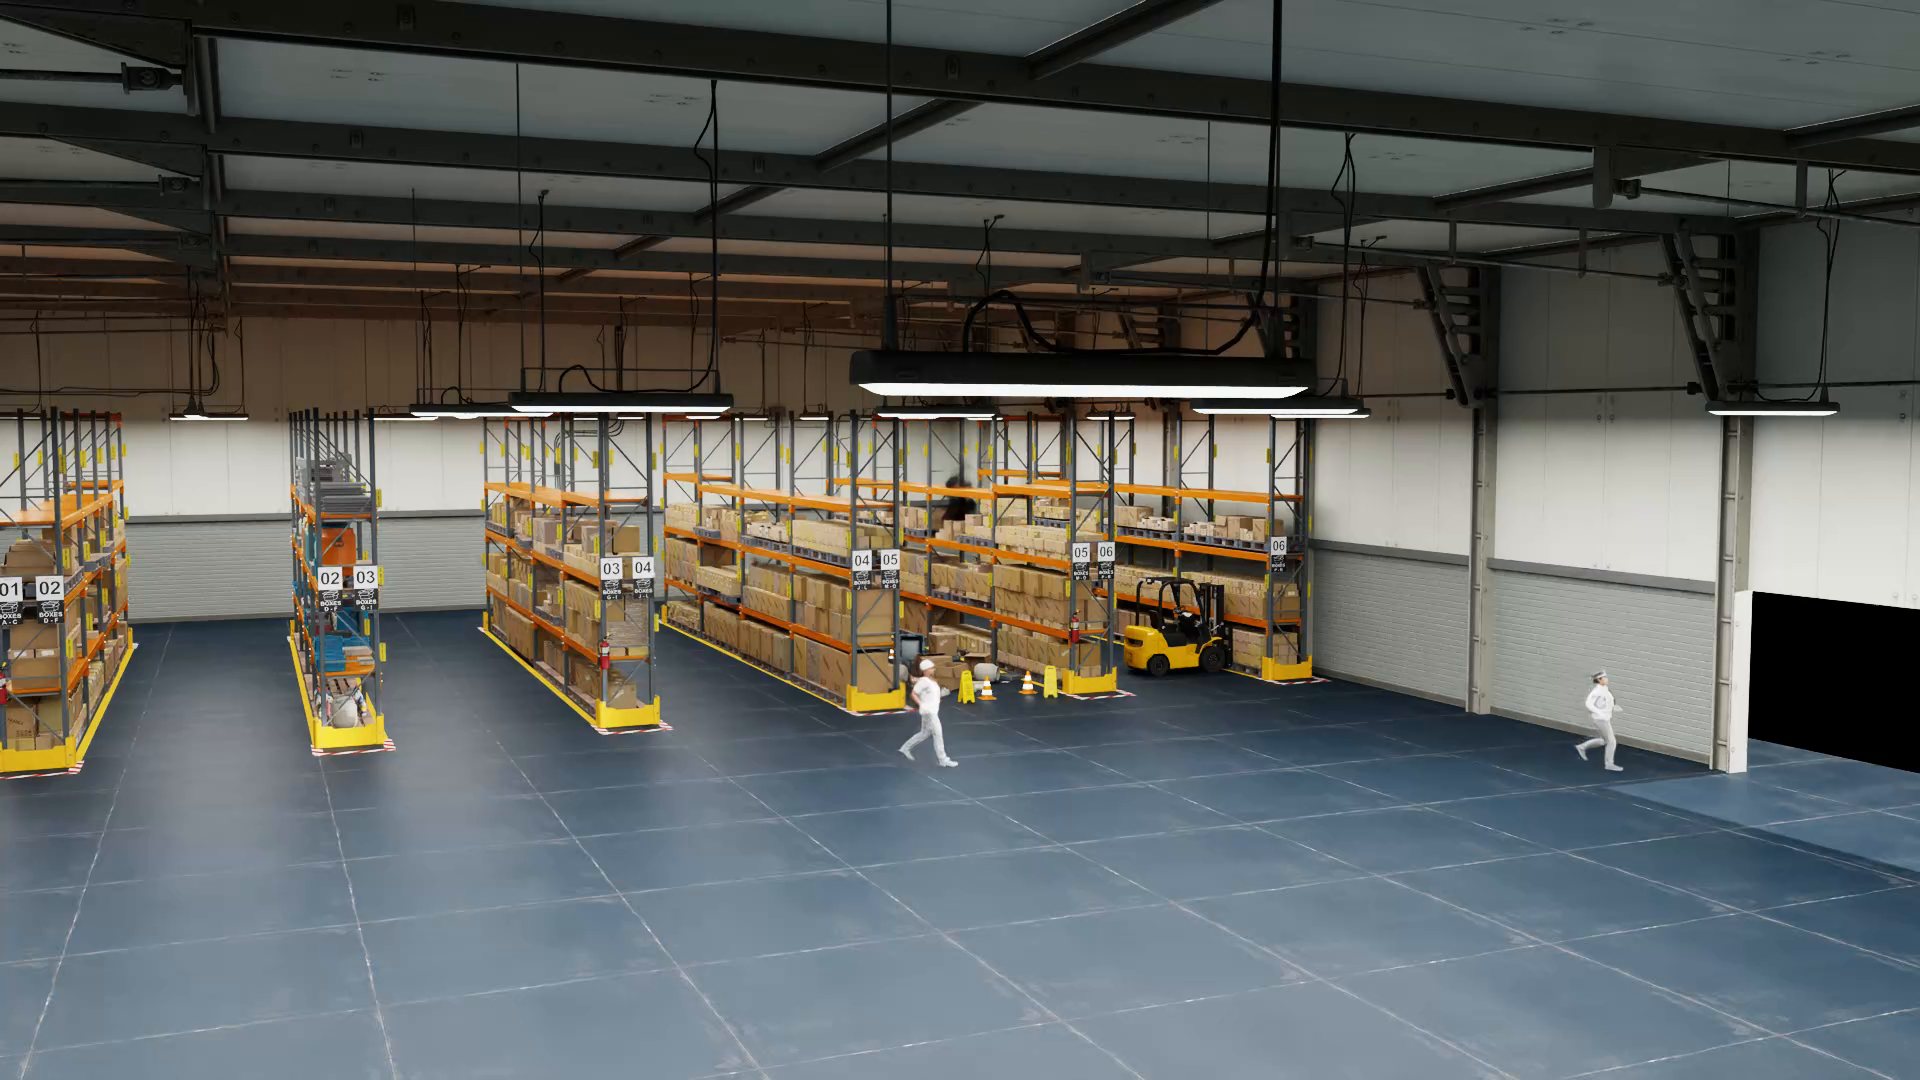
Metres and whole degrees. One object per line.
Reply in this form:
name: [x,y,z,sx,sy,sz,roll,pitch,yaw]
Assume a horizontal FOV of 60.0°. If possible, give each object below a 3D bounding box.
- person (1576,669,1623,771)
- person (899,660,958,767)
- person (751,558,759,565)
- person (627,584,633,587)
person: [10.590,2.960,27.532,0.785,1.662,0.626,3,5,36]
person: [-0.524,2.868,27.652,1.003,1.763,0.687,0,4,4]
person: [-6.138,1.383,50.378,0.741,1.705,0.558,-1,4,-20]
person: [-9.439,1.455,48.410,0.764,1.729,0.961,3,5,40]
